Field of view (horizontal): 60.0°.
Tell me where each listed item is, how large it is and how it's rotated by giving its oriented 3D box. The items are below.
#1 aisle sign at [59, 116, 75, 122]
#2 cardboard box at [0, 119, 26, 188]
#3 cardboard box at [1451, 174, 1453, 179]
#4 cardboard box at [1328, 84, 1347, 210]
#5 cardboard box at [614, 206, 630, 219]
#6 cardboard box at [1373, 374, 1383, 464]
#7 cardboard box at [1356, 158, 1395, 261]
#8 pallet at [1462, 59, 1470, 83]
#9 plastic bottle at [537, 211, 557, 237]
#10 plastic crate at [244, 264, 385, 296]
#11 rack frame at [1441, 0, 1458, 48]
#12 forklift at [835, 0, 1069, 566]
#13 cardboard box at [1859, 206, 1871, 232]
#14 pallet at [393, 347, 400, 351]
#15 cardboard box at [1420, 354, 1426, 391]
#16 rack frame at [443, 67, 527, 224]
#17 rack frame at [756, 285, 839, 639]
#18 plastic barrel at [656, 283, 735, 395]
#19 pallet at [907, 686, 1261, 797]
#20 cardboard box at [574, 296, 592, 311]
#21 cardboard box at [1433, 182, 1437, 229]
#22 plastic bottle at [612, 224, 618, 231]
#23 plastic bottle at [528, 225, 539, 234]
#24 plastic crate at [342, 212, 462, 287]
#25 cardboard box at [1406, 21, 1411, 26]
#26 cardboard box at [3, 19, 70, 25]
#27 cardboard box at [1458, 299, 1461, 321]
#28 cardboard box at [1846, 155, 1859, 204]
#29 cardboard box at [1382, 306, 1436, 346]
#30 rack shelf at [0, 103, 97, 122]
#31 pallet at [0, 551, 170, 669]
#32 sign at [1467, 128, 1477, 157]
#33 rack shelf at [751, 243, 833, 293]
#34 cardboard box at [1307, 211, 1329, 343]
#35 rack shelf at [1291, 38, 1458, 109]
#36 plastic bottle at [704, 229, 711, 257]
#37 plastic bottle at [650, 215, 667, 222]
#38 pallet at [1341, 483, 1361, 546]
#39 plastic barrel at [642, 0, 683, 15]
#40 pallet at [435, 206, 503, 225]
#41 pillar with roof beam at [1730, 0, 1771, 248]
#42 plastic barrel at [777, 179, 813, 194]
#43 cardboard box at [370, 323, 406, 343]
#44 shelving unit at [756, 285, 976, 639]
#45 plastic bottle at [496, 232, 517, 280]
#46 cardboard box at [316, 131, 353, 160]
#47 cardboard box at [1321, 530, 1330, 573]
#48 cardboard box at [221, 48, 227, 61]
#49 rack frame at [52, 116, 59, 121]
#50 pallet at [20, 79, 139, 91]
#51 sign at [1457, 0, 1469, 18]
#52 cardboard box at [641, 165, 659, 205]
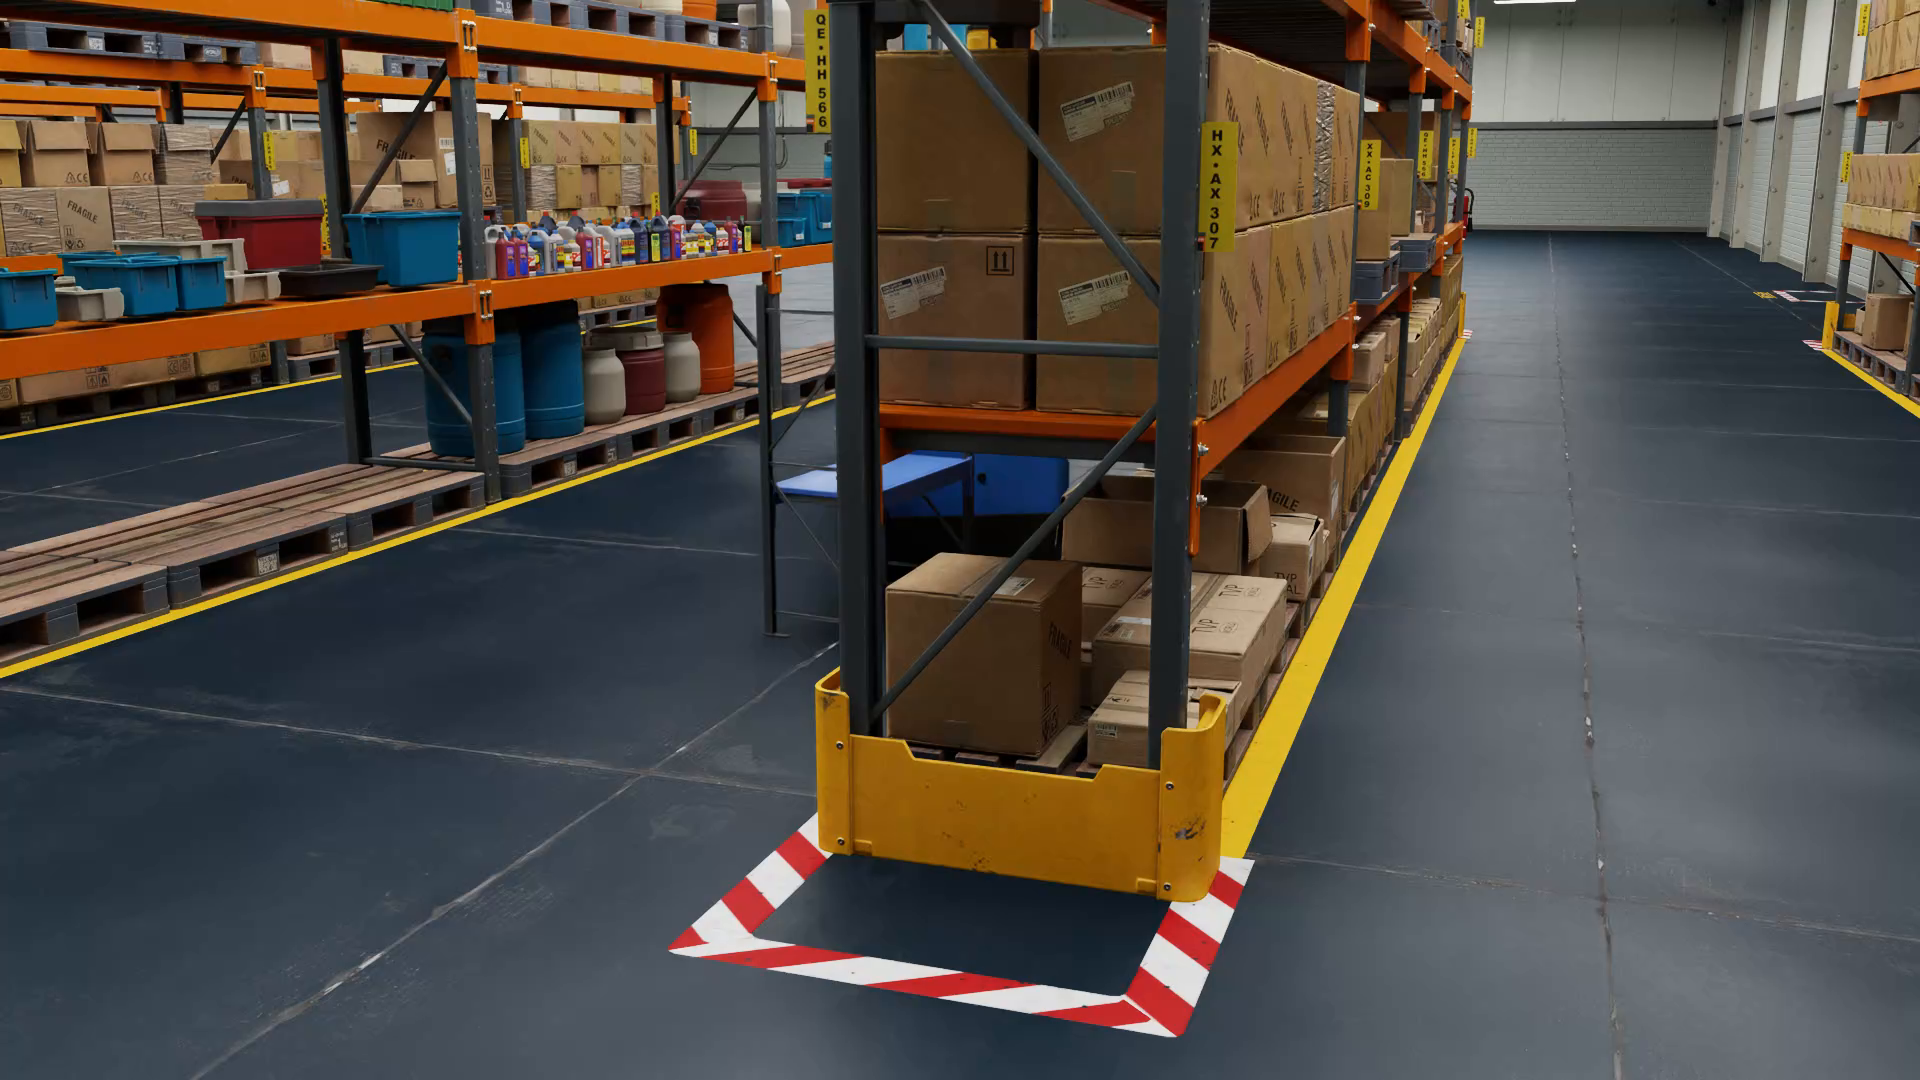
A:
[{"bbox_3d":[-13.703,-6.617,25.397,0.394,0.787,0.004,4,14,18],"label":"aisle sign"},{"bbox_3d":[-7.504,-2.891,12.434,0.797,0.503,0.637,5,14,19],"label":"cardboard box"},{"bbox_3d":[5.292,-4.103,18.539,0.380,0.149,0.250,5,14,20],"label":"cardboard box"},{"bbox_3d":[1.355,-1.663,7.063,0.500,0.500,0.500,4,13,17],"label":"cardboard box"},{"bbox_3d":[-4.336,-4.080,20.688,0.380,0.149,0.250,4,14,18],"label":"cardboard box"},{"bbox_3d":[2.318,-0.765,10.226,0.500,0.500,0.500,4,13,16],"label":"cardboard box"},{"bbox_3d":[1.801,-1.697,8.516,0.700,0.500,0.500,0,13,-1],"label":"cardboard box"},{"bbox_3d":[5.066,-5.159,18.309,1.003,0.211,1.213,4,14,18],"label":"pallet"},{"bbox_3d":[-2.905,-2.143,11.746,0.144,0.351,0.185,4,14,18],"label":"plastic bottle"},{"bbox_3d":[-3.357,-1.358,8.680,0.437,0.125,0.590,4,14,18],"label":"plastic crate"},{"bbox_3d":[4.025,-5.970,14.919,1.000,3.000,0.127,4,14,18],"label":"rack frame"},{"bbox_3d":[-0.149,-1.578,9.316,1.130,2.935,3.031,-2,13,-7],"label":"forklift"},{"bbox_3d":[9.224,-3.171,16.431,0.500,0.250,0.500,4,13,18],"label":"cardboard box"},{"bbox_3d":[-5.598,-2.235,18.307,1.003,0.211,1.213,4,14,18],"label":"pallet"},{"bbox_3d":[3.502,-1.372,13.492,0.500,0.250,0.500,4,13,17],"label":"cardboard box"},{"bbox_3d":[-5.347,-3.759,18.715,1.000,3.000,0.127,4,14,18],"label":"rack frame"},{"bbox_3d":[-0.611,-0.297,6.920,0.500,1.500,0.032,6,14,25],"label":"rack frame"},{"bbox_3d":[-2.097,-1.602,13.201,0.600,0.830,0.708,4,14,18],"label":"plastic barrel"},{"bbox_3d":[0.424,0.658,5.633,1.003,0.211,1.213,4,14,18],"label":"pallet"},{"bbox_3d":[-4.875,-3.084,20.431,0.500,0.500,0.500,3,13,13],"label":"cardboard box"},{"bbox_3d":[4.493,-3.404,16.937,0.700,0.500,0.500,5,14,19],"label":"cardboard box"},{"bbox_3d":[-2.374,-2.043,11.486,0.097,0.271,0.097,0,13,0],"label":"plastic bottle"},{"bbox_3d":[-2.904,-2.017,11.371,0.097,0.271,0.097,0,13,0],"label":"plastic bottle"},{"bbox_3d":[-3.078,-1.616,9.230,0.392,0.384,0.575,4,14,18],"label":"plastic crate"},{"bbox_3d":[2.288,-3.403,10.189,0.910,0.500,0.500,4,14,18],"label":"cardboard box"},{"bbox_3d":[-7.282,-4.202,12.742,0.797,0.503,0.637,4,14,18],"label":"cardboard box"},{"bbox_3d":[5.425,-2.617,18.948,0.500,0.250,0.500,4,14,18],"label":"cardboard box"},{"bbox_3d":[9.569,-3.754,17.303,0.500,0.500,0.500,4,14,18],"label":"cardboard box"},{"bbox_3d":[3.839,-1.862,14.378,0.500,0.311,0.500,4,14,18],"label":"cardboard box"},{"bbox_3d":[-14.077,-6.005,23.433,1.077,0.370,4.000,4,14,18],"label":"rack shelf"},{"bbox_3d":[-4.240,0.313,7.142,1.003,0.211,1.213,4,14,18],"label":"pallet"},{"bbox_3d":[5.828,-4.525,18.938,0.100,0.325,0.005,4,14,18],"label":"sign"},{"bbox_3d":[-1.308,-2.630,15.388,1.077,0.370,4.000,4,14,18],"label":"rack shelf"},{"bbox_3d":[1.188,-1.068,6.703,0.500,0.500,0.500,5,14,20],"label":"cardboard box"},{"bbox_3d":[3.378,-3.735,13.488,1.077,0.370,4.000,4,14,18],"label":"rack shelf"},{"bbox_3d":[-1.906,-2.214,12.394,0.097,0.201,0.097,0,13,0],"label":"plastic bottle"},{"bbox_3d":[-2.401,-2.432,13.180,0.152,0.276,0.135,4,14,18],"label":"plastic bottle"},{"bbox_3d":[1.664,-0.175,9.280,1.003,0.211,1.213,4,14,18],"label":"pallet"},{"bbox_3d":[-2.163,-3.923,12.063,0.301,0.262,0.301,0,13,0],"label":"plastic barrel"},{"bbox_3d":[-5.732,-3.515,18.078,1.003,0.211,1.213,4,14,18],"label":"pallet"},{"bbox_3d":[14.291,-11.609,39.629,9.100,9.000,0.400,4,14,18],"label":"pillar with roof beam"},{"bbox_3d":[-1.555,-3.037,15.249,0.433,0.535,0.433,0,13,0],"label":"plastic barrel"},{"bbox_3d":[-6.099,-2.292,16.920,0.700,0.500,0.500,6,14,23],"label":"cardboard box"},{"bbox_3d":[-0.387,-0.399,7.365,0.538,1.500,1.048,6,14,25],"label":"shelving unit"},{"bbox_3d":[-2.727,-1.707,9.990,0.061,0.283,0.133,4,14,18],"label":"plastic bottle"},{"bbox_3d":[-8.961,-5.381,23.060,0.875,0.550,0.550,4,14,18],"label":"cardboard box"},{"bbox_3d":[1.456,0.039,7.495,0.380,0.149,0.250,4,14,18],"label":"cardboard box"},{"bbox_3d":[-6.720,-4.424,15.224,0.500,0.250,0.500,4,14,19],"label":"cardboard box"},{"bbox_3d":[-13.430,-5.314,25.531,1.000,3.000,0.127,4,14,18],"label":"rack frame"},{"bbox_3d":[-10.258,-5.310,19.199,0.805,0.209,1.217,4,13,16],"label":"pallet"},{"bbox_3d":[4.541,-4.876,14.998,0.100,0.325,0.005,4,14,18],"label":"sign"},{"bbox_3d":[-4.305,-4.567,21.363,0.875,0.500,0.500,4,14,18],"label":"cardboard box"}]
